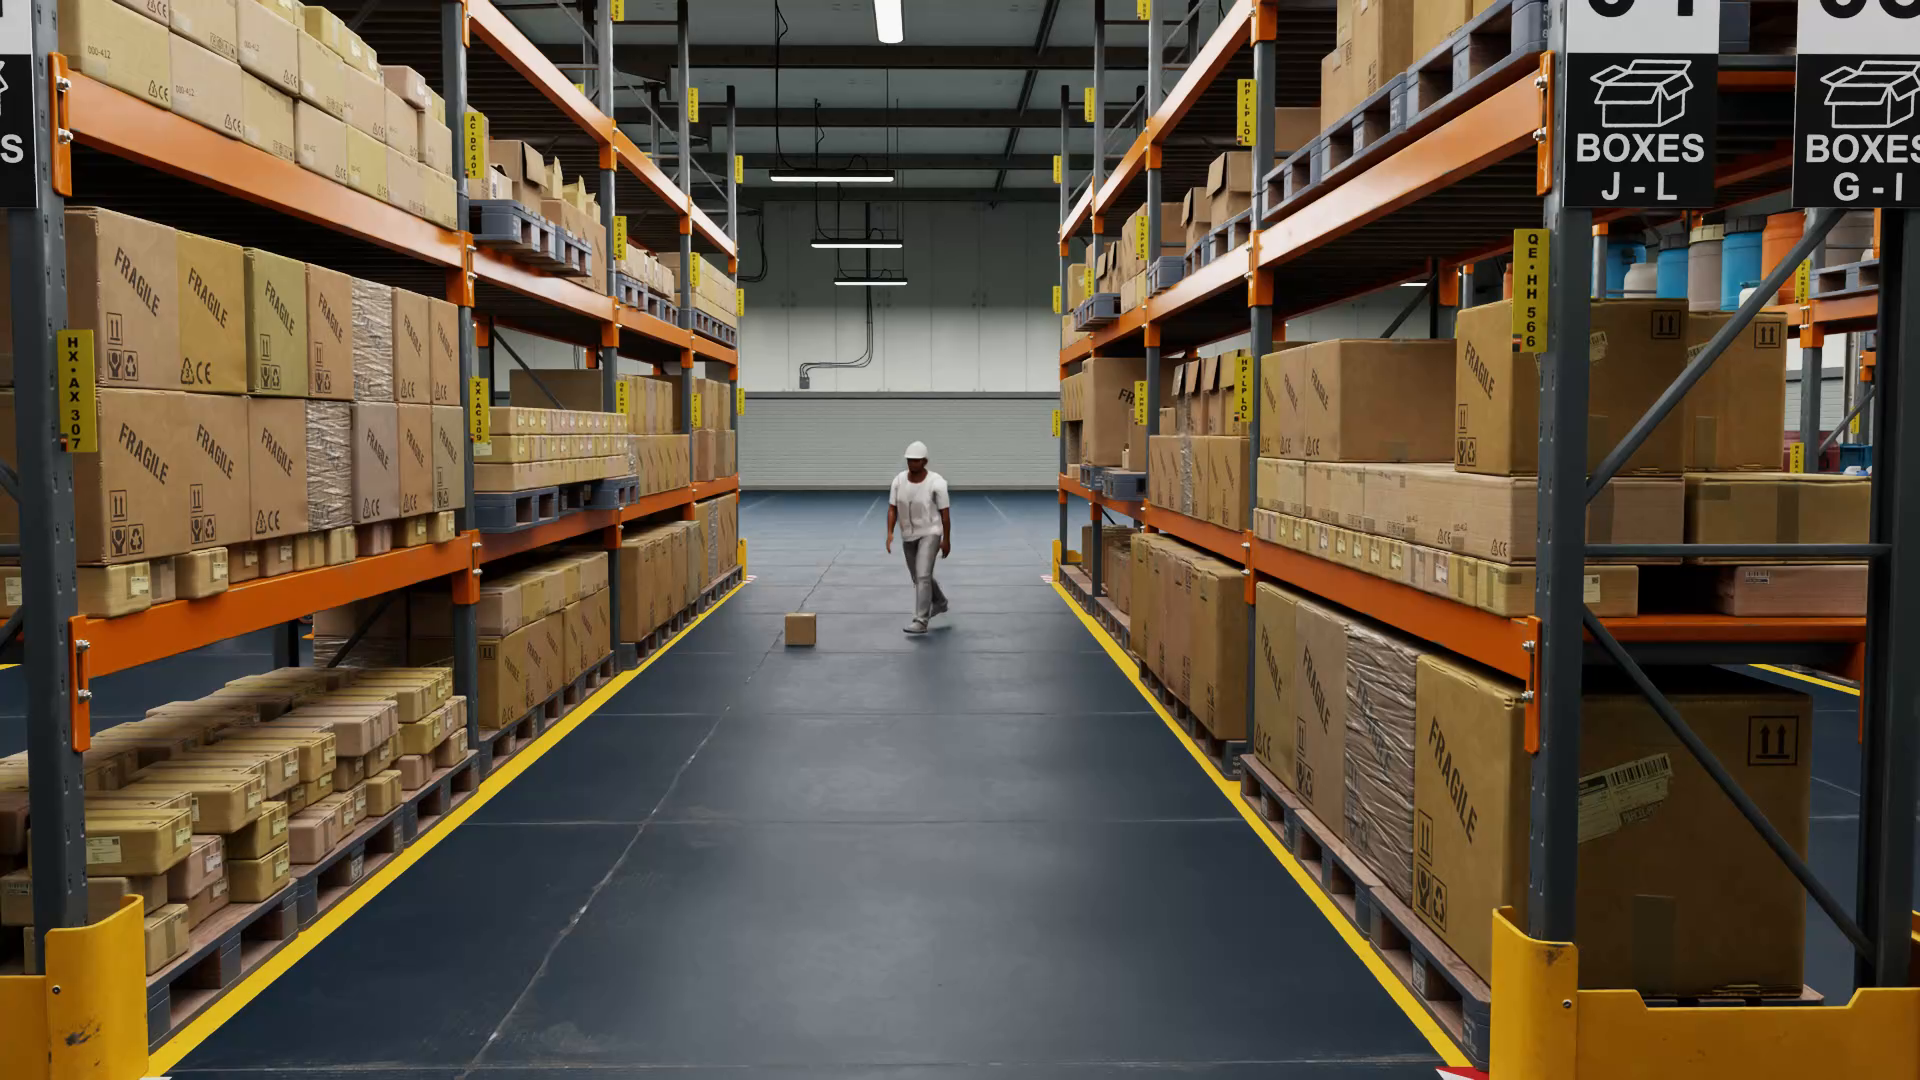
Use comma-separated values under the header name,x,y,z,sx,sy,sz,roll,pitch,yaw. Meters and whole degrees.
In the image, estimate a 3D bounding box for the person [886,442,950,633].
name,x,y,z,sx,sy,sz,roll,pitch,yaw
person,-0.330,-0.036,15.251,0.561,1.731,0.990,3,5,35
